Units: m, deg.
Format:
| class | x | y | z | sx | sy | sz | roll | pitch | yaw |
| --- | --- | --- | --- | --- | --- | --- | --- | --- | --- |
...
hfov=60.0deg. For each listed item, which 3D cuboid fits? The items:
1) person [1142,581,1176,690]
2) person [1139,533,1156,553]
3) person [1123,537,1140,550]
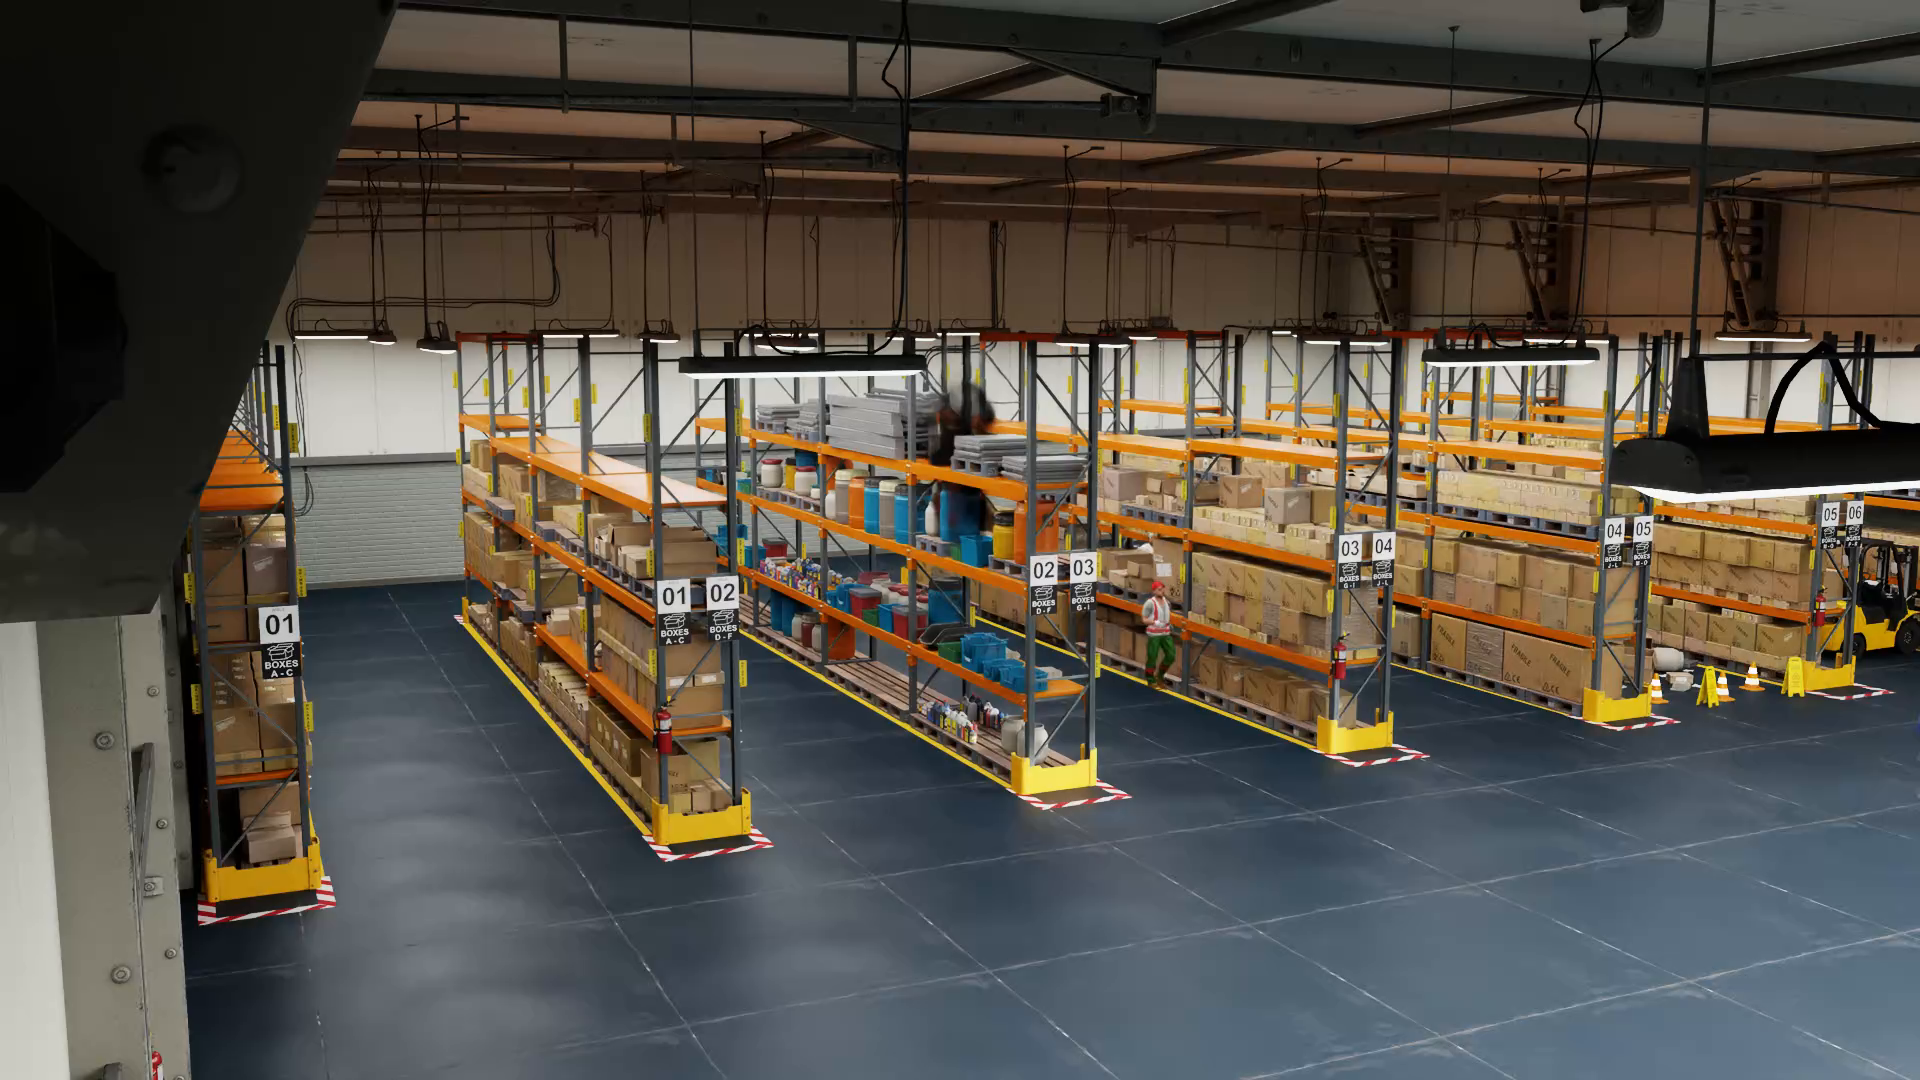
| class | x | y | z | sx | sy | sz | roll | pitch | yaw |
| --- | --- | --- | --- | --- | --- | --- | --- | --- | --- |
| person | 3.261 | 1.560 | 26.875 | 0.632 | 1.801 | 0.620 | -4 | 9 | -29 |
| person | 4.123 | 0.678 | 35.882 | 0.600 | 1.706 | 0.802 | -3 | 8 | -19 |
| person | 4.430 | -0.156 | 42.517 | 0.549 | 1.560 | 0.537 | -3 | 8 | -24 |
